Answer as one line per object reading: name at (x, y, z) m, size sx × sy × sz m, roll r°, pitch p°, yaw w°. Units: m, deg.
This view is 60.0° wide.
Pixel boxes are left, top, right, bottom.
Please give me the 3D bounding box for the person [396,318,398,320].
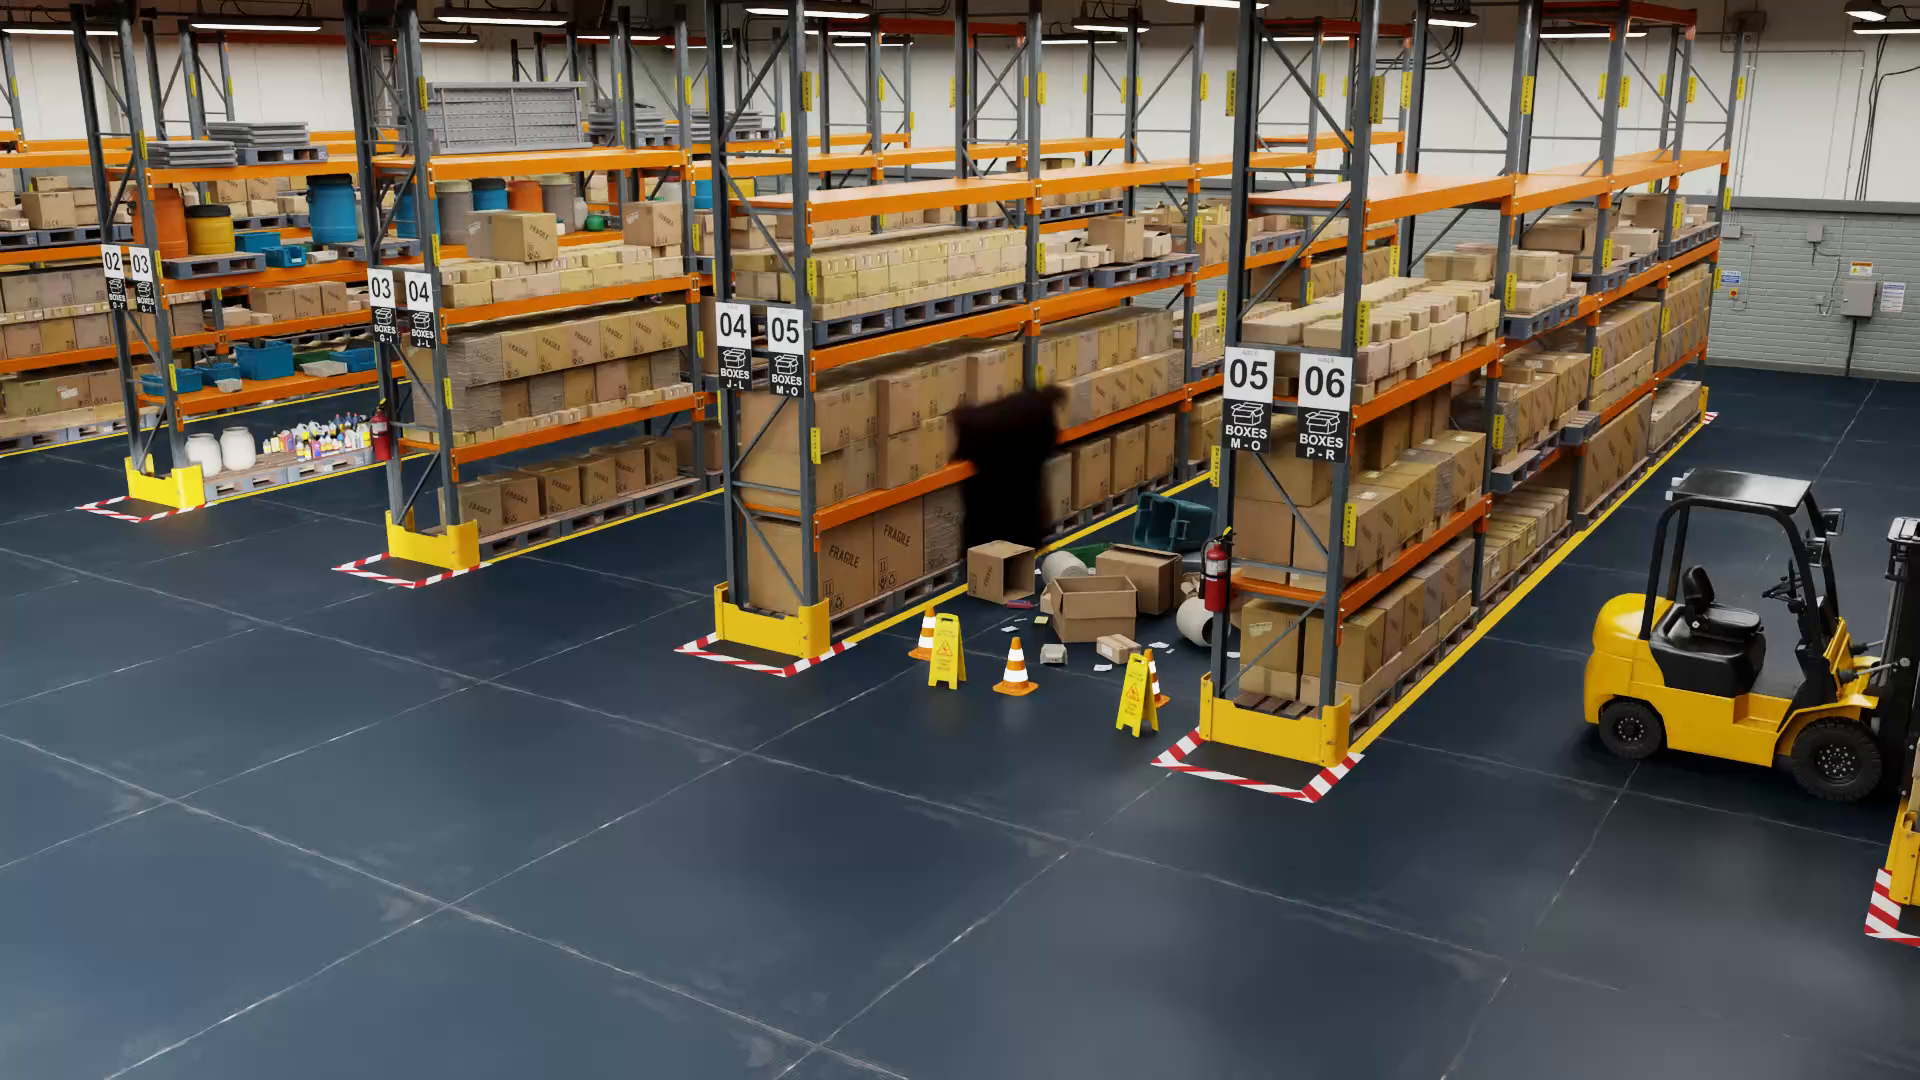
person at (-11.042, -4.494, 32.235) m, size 0.395 × 1.748 × 0.549 m, roll 11°, pitch 19°, yaw 34°
